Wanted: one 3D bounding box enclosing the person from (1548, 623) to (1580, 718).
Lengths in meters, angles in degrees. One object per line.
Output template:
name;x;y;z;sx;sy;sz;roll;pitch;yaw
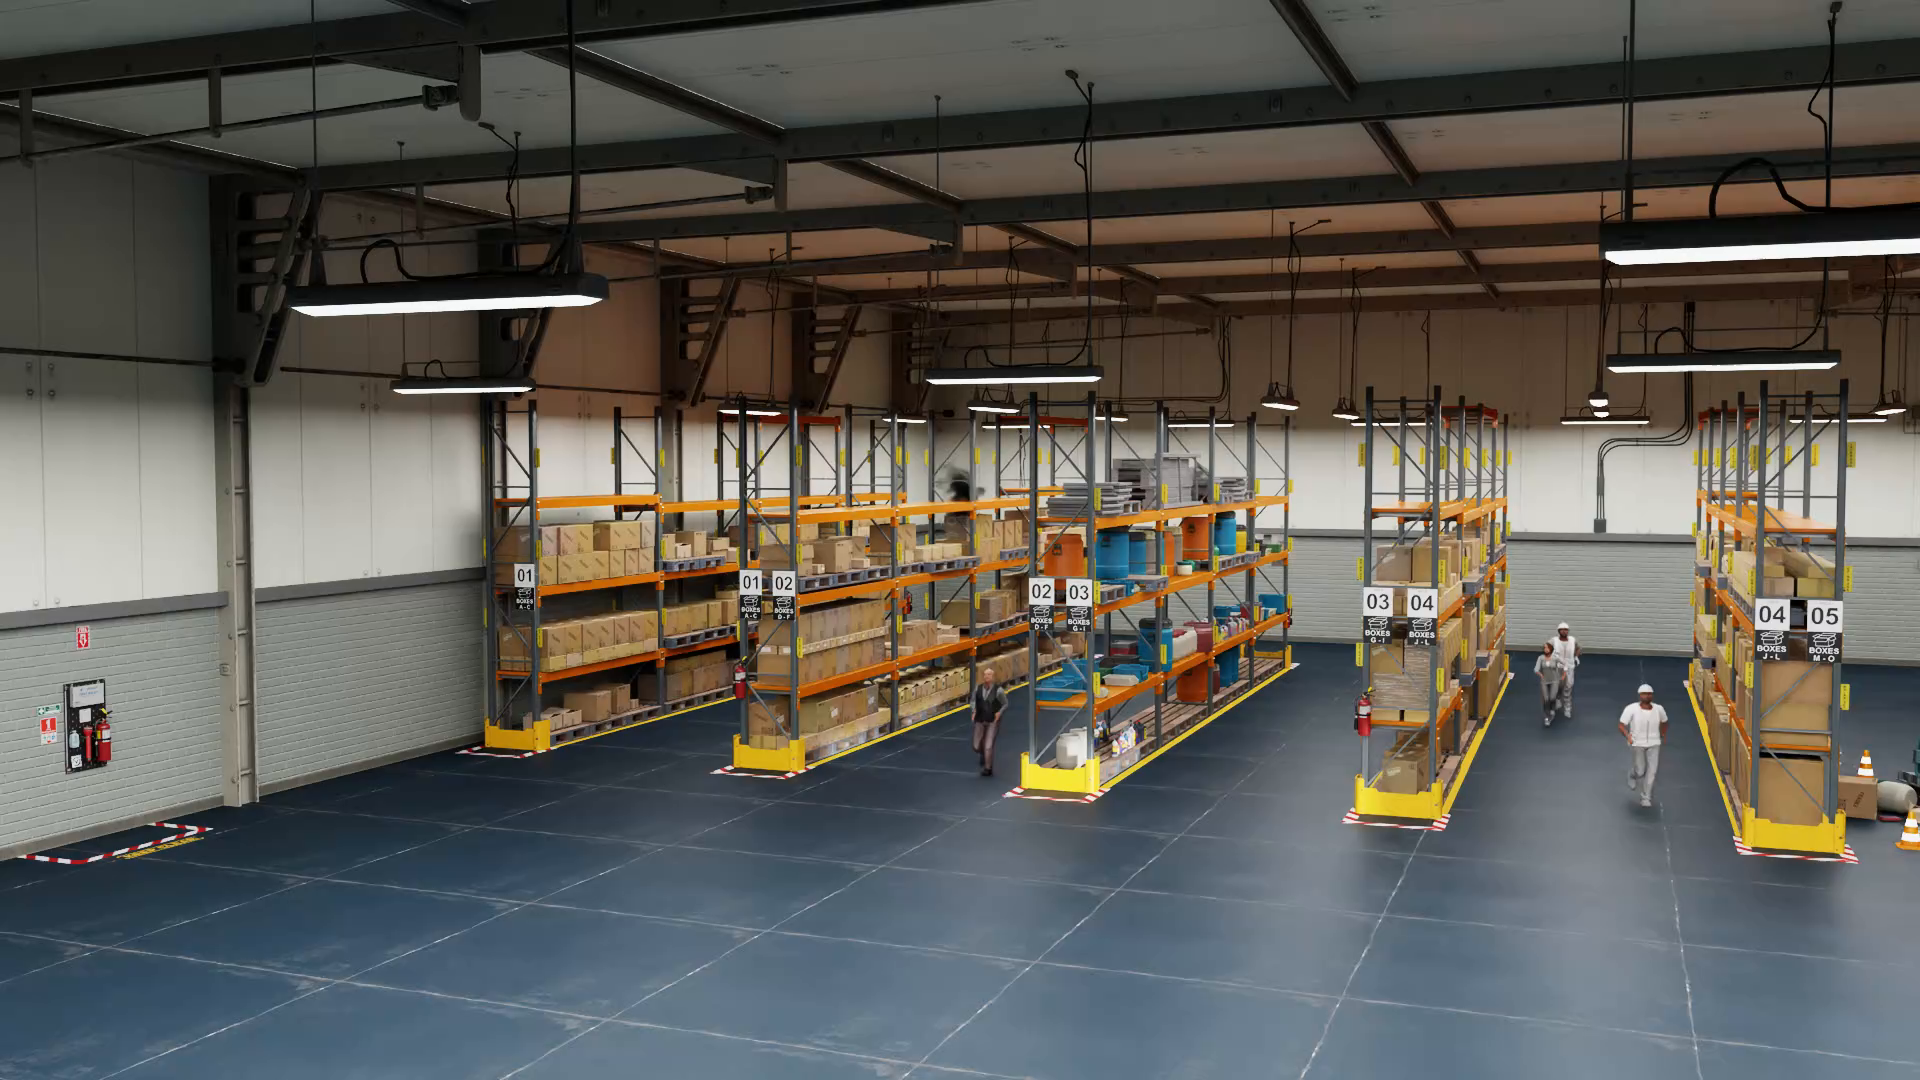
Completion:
person;11.702;2.498;32.273;0.684;1.782;0.984;1;3;13

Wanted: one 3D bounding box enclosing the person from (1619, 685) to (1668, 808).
person;9.898;2.954;24.022;0.700;1.739;0.801;0;3;8

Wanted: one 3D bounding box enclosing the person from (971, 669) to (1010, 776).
person;0.456;2.870;26.283;0.659;1.669;0.602;1;3;19

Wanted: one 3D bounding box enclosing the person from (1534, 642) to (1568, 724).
person;11.016;2.692;31.049;0.567;1.556;0.690;2;3;29
